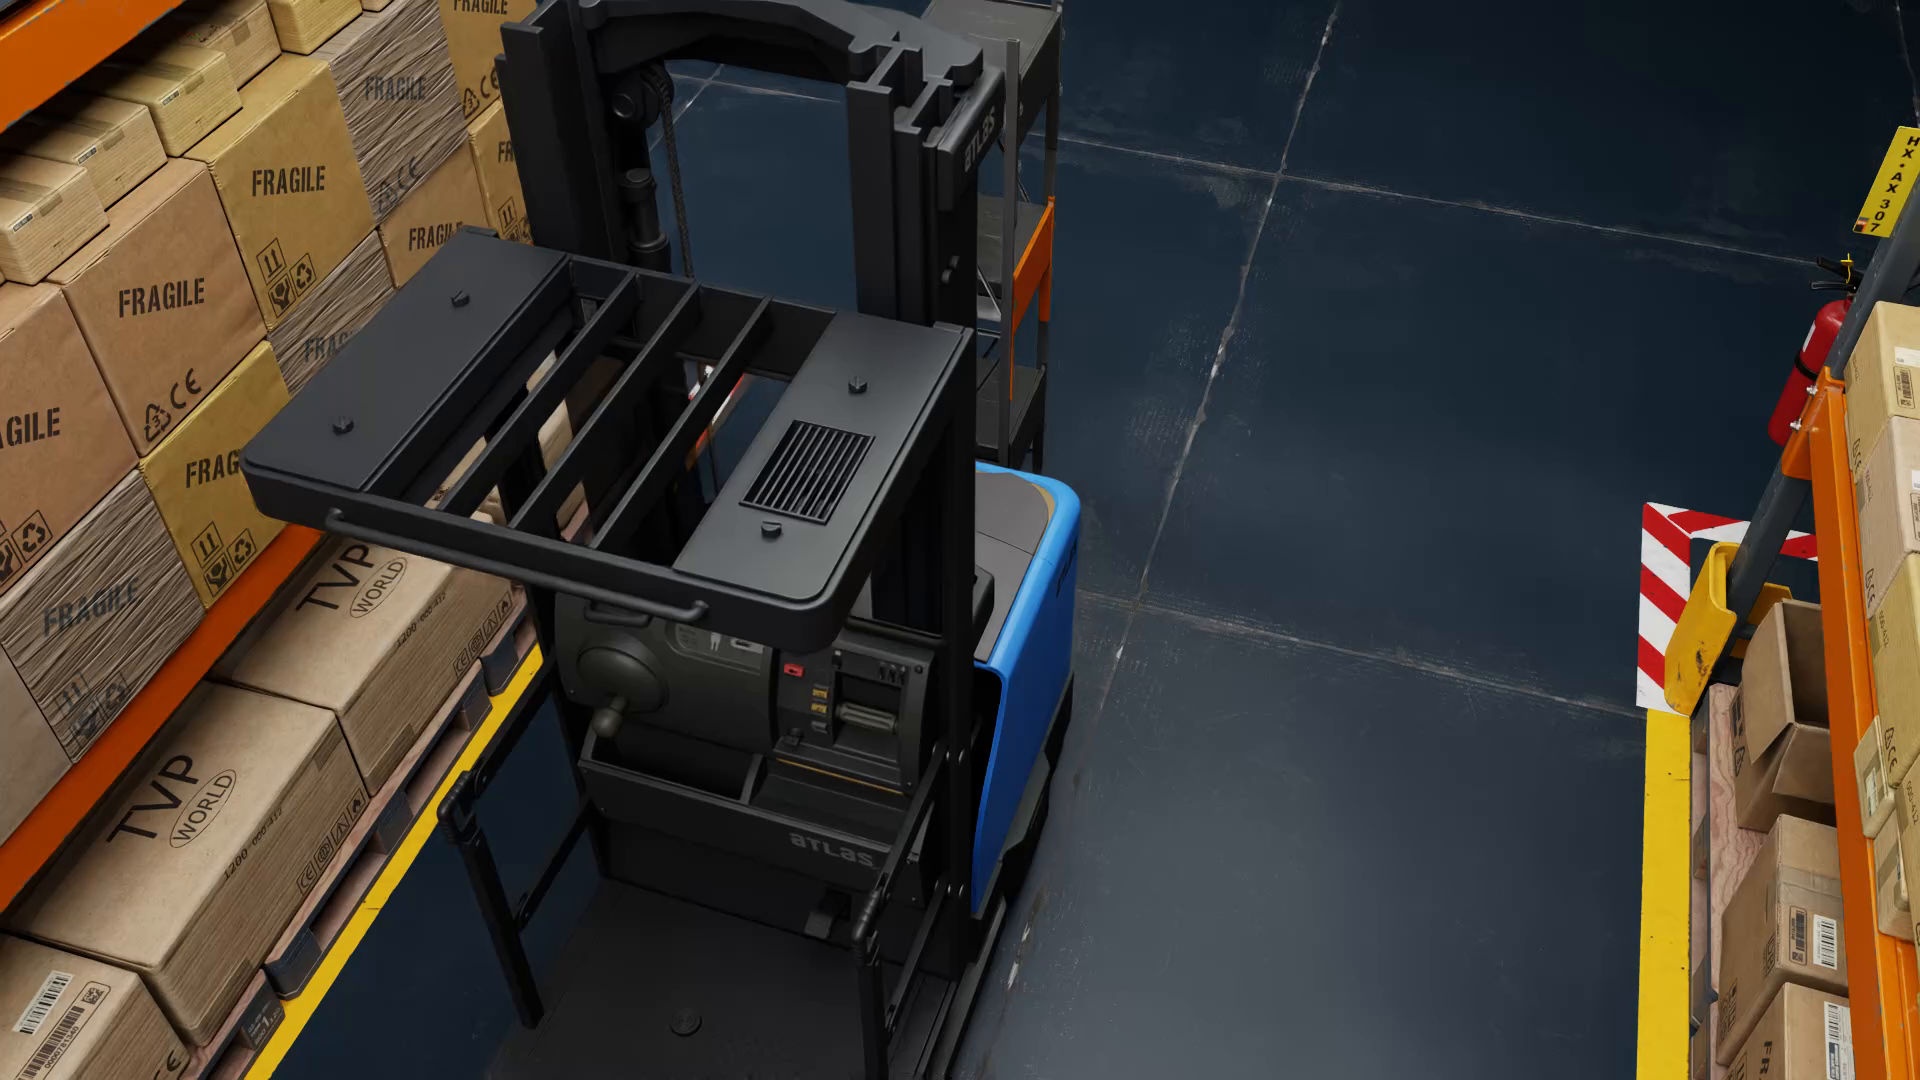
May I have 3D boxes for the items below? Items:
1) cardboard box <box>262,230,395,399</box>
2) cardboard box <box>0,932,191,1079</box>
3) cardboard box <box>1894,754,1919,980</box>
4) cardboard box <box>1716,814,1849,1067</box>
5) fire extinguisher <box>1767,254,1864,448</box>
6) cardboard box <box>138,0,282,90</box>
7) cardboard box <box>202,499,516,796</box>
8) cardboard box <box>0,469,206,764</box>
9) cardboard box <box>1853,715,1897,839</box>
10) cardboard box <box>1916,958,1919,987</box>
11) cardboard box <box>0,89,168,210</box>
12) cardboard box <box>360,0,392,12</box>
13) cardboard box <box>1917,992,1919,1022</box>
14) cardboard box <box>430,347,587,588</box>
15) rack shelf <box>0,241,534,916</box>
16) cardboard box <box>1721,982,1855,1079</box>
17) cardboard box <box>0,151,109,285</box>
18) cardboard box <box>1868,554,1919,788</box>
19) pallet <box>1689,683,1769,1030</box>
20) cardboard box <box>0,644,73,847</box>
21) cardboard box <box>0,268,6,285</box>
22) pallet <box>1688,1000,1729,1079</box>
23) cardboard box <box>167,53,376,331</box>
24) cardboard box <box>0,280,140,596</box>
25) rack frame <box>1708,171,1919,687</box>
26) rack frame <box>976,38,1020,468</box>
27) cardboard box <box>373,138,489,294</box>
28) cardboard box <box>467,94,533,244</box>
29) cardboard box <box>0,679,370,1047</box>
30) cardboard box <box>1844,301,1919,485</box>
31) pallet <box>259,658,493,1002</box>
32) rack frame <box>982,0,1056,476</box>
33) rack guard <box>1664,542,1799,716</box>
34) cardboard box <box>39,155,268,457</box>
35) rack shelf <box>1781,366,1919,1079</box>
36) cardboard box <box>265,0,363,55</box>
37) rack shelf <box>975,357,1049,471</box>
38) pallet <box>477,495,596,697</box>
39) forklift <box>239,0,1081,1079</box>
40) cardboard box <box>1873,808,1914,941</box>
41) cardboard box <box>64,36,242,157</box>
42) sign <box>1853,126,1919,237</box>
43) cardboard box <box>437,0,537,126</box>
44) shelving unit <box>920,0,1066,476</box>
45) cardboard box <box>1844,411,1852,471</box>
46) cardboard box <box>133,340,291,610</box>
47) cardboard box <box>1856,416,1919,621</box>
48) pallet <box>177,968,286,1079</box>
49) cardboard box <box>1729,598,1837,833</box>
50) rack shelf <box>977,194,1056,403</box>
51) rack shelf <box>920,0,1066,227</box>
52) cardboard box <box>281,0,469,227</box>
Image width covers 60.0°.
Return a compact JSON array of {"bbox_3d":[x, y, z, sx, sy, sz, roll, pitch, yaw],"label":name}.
[{"bbox_3d":[-1.910,-0.564,4.611,0.500,0.500,0.500,14,46,14],"label":"cardboard box"},{"bbox_3d":[-2.622,1.453,4.152,0.875,0.438,0.875,12,46,12],"label":"cardboard box"},{"bbox_3d":[2.197,0.679,3.306,0.500,0.250,0.500,11,46,11],"label":"cardboard box"},{"bbox_3d":[2.457,1.159,4.408,0.700,0.500,0.500,14,46,14],"label":"cardboard box"},{"bbox_3d":[2.633,-0.569,5.008,0.296,0.674,0.183,13,46,13],"label":"fire extinguisher"},{"bbox_3d":[-1.935,-1.243,4.126,0.380,0.149,0.250,12,46,12],"label":"cardboard box"},{"bbox_3d":[-2.077,0.256,5.375,0.875,0.438,0.875,14,46,14],"label":"cardboard box"},{"bbox_3d":[-2.210,0.126,3.905,0.500,0.500,0.500,13,46,13],"label":"cardboard box"},{"bbox_3d":[2.230,0.565,3.707,0.380,0.149,0.250,11,46,11],"label":"cardboard box"},{"bbox_3d":[2.157,0.931,3.333,0.380,0.149,0.250,12,46,12],"label":"cardboard box"},{"bbox_3d":[-2.052,-0.893,3.768,0.380,0.149,0.250,14,46,14],"label":"cardboard box"},{"bbox_3d":[-1.673,-1.562,4.451,0.380,0.149,0.250,12,46,12],"label":"cardboard box"},{"bbox_3d":[2.040,1.022,2.956,0.500,0.250,0.500,12,46,12],"label":"cardboard box"},{"bbox_3d":[-1.808,-0.356,6.001,0.875,0.438,0.875,11,45,11],"label":"cardboard box"},{"bbox_3d":[-2.309,0.008,4.612,1.077,0.370,4.000,13,46,13],"label":"rack shelf"},{"bbox_3d":[2.202,1.490,4.070,0.500,0.500,0.500,13,46,13],"label":"cardboard box"},{"bbox_3d":[-2.092,-0.708,3.579,0.380,0.149,0.250,13,46,13],"label":"cardboard box"},{"bbox_3d":[2.332,0.334,3.659,0.500,0.250,0.500,12,46,12],"label":"cardboard box"},{"bbox_3d":[2.765,1.045,5.031,1.003,0.211,1.213,13,46,13],"label":"pallet"},{"bbox_3d":[-2.366,0.456,3.568,0.500,0.500,0.500,13,46,13],"label":"cardboard box"},{"bbox_3d":[-2.232,-0.559,3.426,0.380,0.149,0.250,12,46,12],"label":"cardboard box"},{"bbox_3d":[2.394,1.856,4.203,1.003,0.211,1.213,13,46,13],"label":"pallet"},{"bbox_3d":[-1.905,-0.920,4.259,0.500,0.500,0.500,12,46,12],"label":"cardboard box"},{"bbox_3d":[-2.215,-0.250,3.574,0.500,0.500,0.500,13,46,13],"label":"cardboard box"},{"bbox_3d":[3.029,-0.534,4.651,1.000,3.000,0.127,13,46,13],"label":"rack frame"},{"bbox_3d":[-0.024,-0.698,5.462,0.400,2.100,0.015,13,46,12],"label":"rack frame"},{"bbox_3d":[-1.763,-0.909,4.963,0.500,0.500,0.500,12,46,12],"label":"cardboard box"},{"bbox_3d":[-1.597,-1.241,5.302,0.500,0.500,0.500,13,46,13],"label":"cardboard box"},{"bbox_3d":[-2.351,0.857,4.762,0.875,0.438,0.875,11,45,11],"label":"cardboard box"},{"bbox_3d":[2.635,-0.341,4.348,0.500,0.250,0.500,13,46,13],"label":"cardboard box"},{"bbox_3d":[-2.242,0.774,5.308,1.003,0.211,1.213,13,46,12],"label":"pallet"},{"bbox_3d":[0.124,-1.023,5.795,0.400,2.100,0.015,13,46,12],"label":"rack frame"},{"bbox_3d":[3.006,0.410,5.473,1.175,0.500,0.348,13,46,13],"label":"rack guard"},{"bbox_3d":[-2.059,-0.586,3.917,0.500,0.500,0.500,12,46,12],"label":"cardboard box"},{"bbox_3d":[2.423,1.056,3.540,1.077,0.370,4.000,13,46,13],"label":"rack shelf"},{"bbox_3d":[-1.788,-1.403,4.288,0.380,0.149,0.250,14,46,13],"label":"cardboard box"},{"bbox_3d":[0.050,-0.351,6.127,0.431,0.518,0.480,13,46,12],"label":"rack shelf"},{"bbox_3d":[-1.871,-0.036,6.136,1.003,0.211,1.213,13,46,13],"label":"pallet"},{"bbox_3d":[-0.583,0.423,3.723,1.130,2.935,3.031,13,46,13],"label":"forklift"},{"bbox_3d":[2.170,0.745,3.524,0.380,0.149,0.250,14,46,13],"label":"cardboard box"},{"bbox_3d":[-1.955,-1.064,3.942,0.380,0.149,0.250,14,46,13],"label":"cardboard box"},{"bbox_3d":[2.512,-0.958,4.465,0.100,0.325,0.005,13,46,13],"label":"sign"},{"bbox_3d":[-1.622,-1.604,4.958,0.500,0.500,0.500,14,46,14],"label":"cardboard box"},{"bbox_3d":[0.050,-0.861,5.628,0.431,2.100,0.503,13,46,12],"label":"shelving unit"},{"bbox_3d":[2.668,-0.283,4.574,0.380,0.149,0.250,12,46,12],"label":"cardboard box"},{"bbox_3d":[-2.054,-0.218,4.256,0.500,0.500,0.500,14,46,14],"label":"cardboard box"},{"bbox_3d":[2.482,-0.005,4.005,0.500,0.250,0.500,13,46,13],"label":"cardboard box"},{"bbox_3d":[-2.610,1.590,4.474,1.003,0.211,1.213,13,46,13],"label":"pallet"},{"bbox_3d":[2.753,0.596,4.981,0.797,0.503,0.637,11,45,11],"label":"cardboard box"},{"bbox_3d":[0.050,-0.851,5.638,0.431,0.518,0.480,13,46,12],"label":"rack shelf"},{"bbox_3d":[0.050,-1.351,5.148,0.431,0.518,0.480,13,46,12],"label":"rack shelf"},{"bbox_3d":[-1.752,-1.249,4.596,0.500,0.500,0.500,13,46,13],"label":"cardboard box"}]
